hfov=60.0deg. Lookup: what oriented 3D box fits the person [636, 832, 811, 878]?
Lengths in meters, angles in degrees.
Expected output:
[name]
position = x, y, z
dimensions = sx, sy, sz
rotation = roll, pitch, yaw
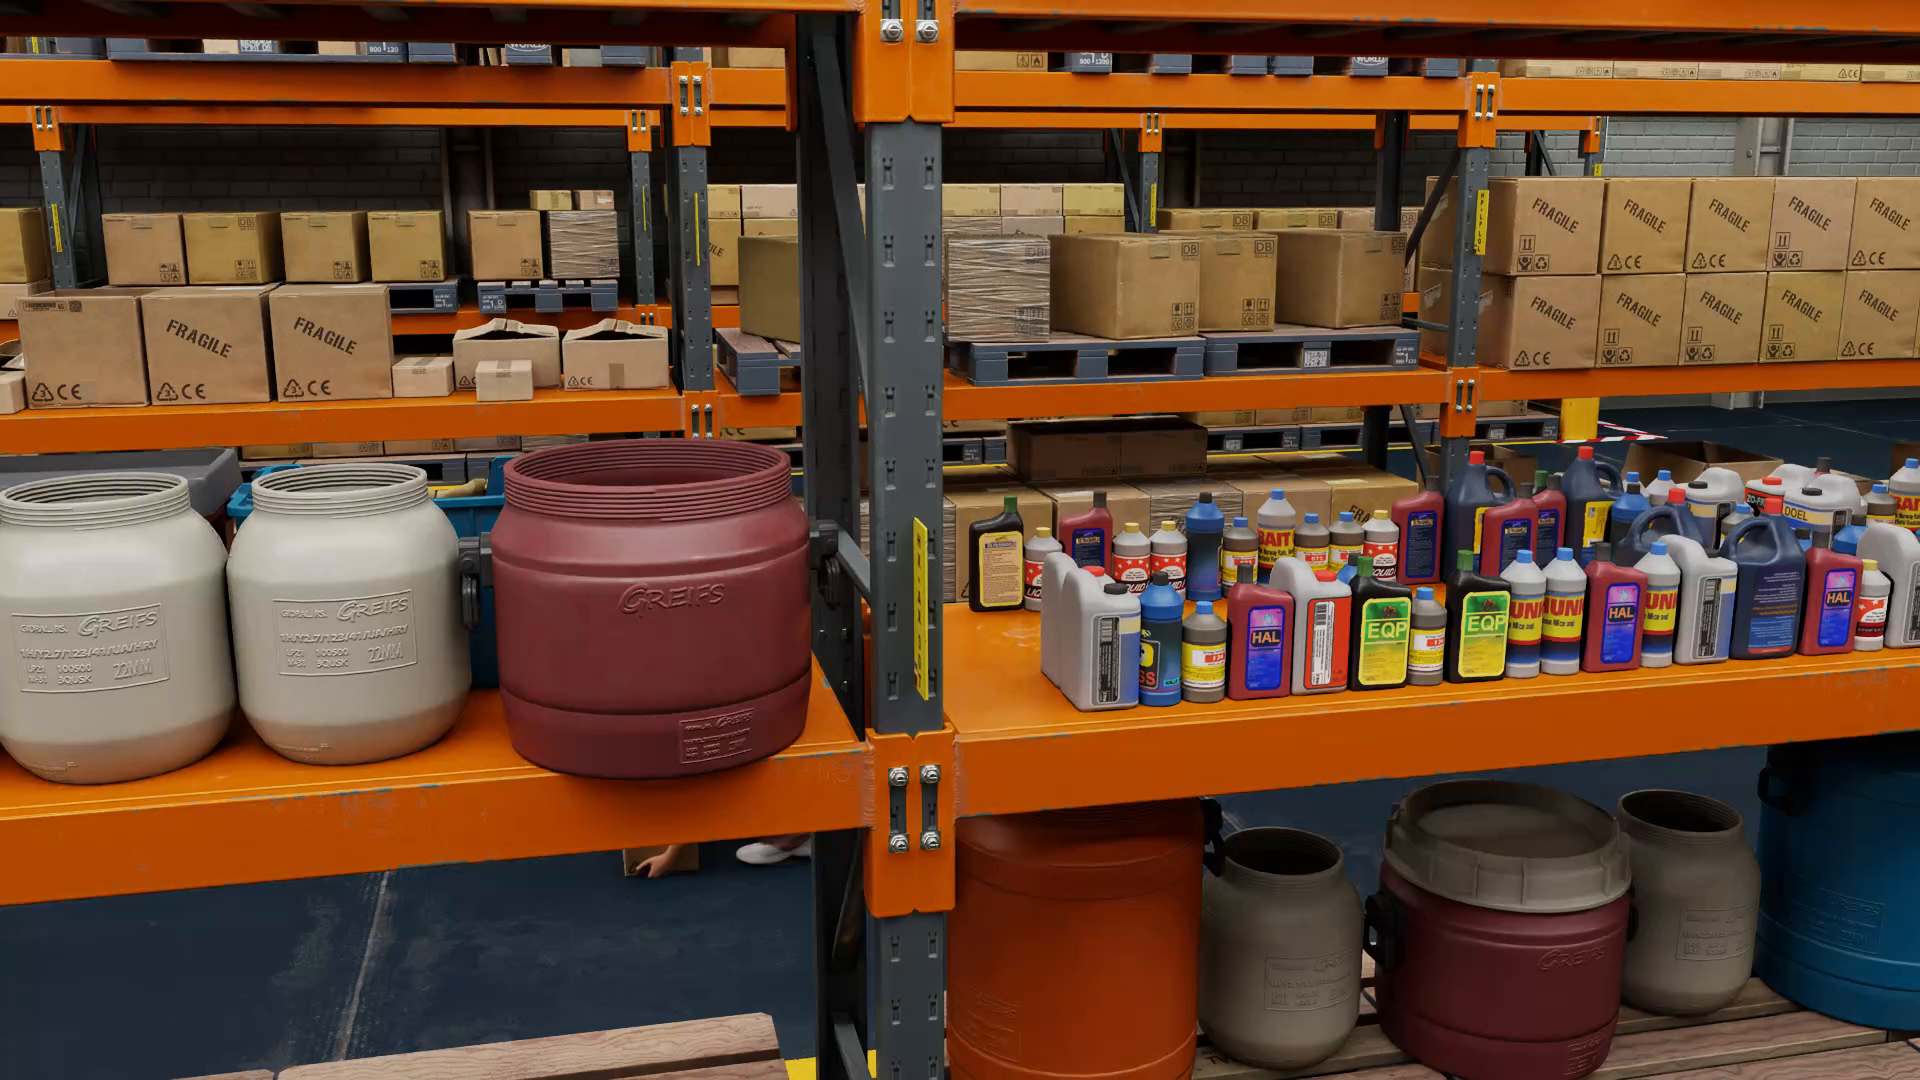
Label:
[person]
position = -0.760, 0.772, 5.833
dimensions = 0.843, 0.802, 0.461
rotation = -3, 13, -14
